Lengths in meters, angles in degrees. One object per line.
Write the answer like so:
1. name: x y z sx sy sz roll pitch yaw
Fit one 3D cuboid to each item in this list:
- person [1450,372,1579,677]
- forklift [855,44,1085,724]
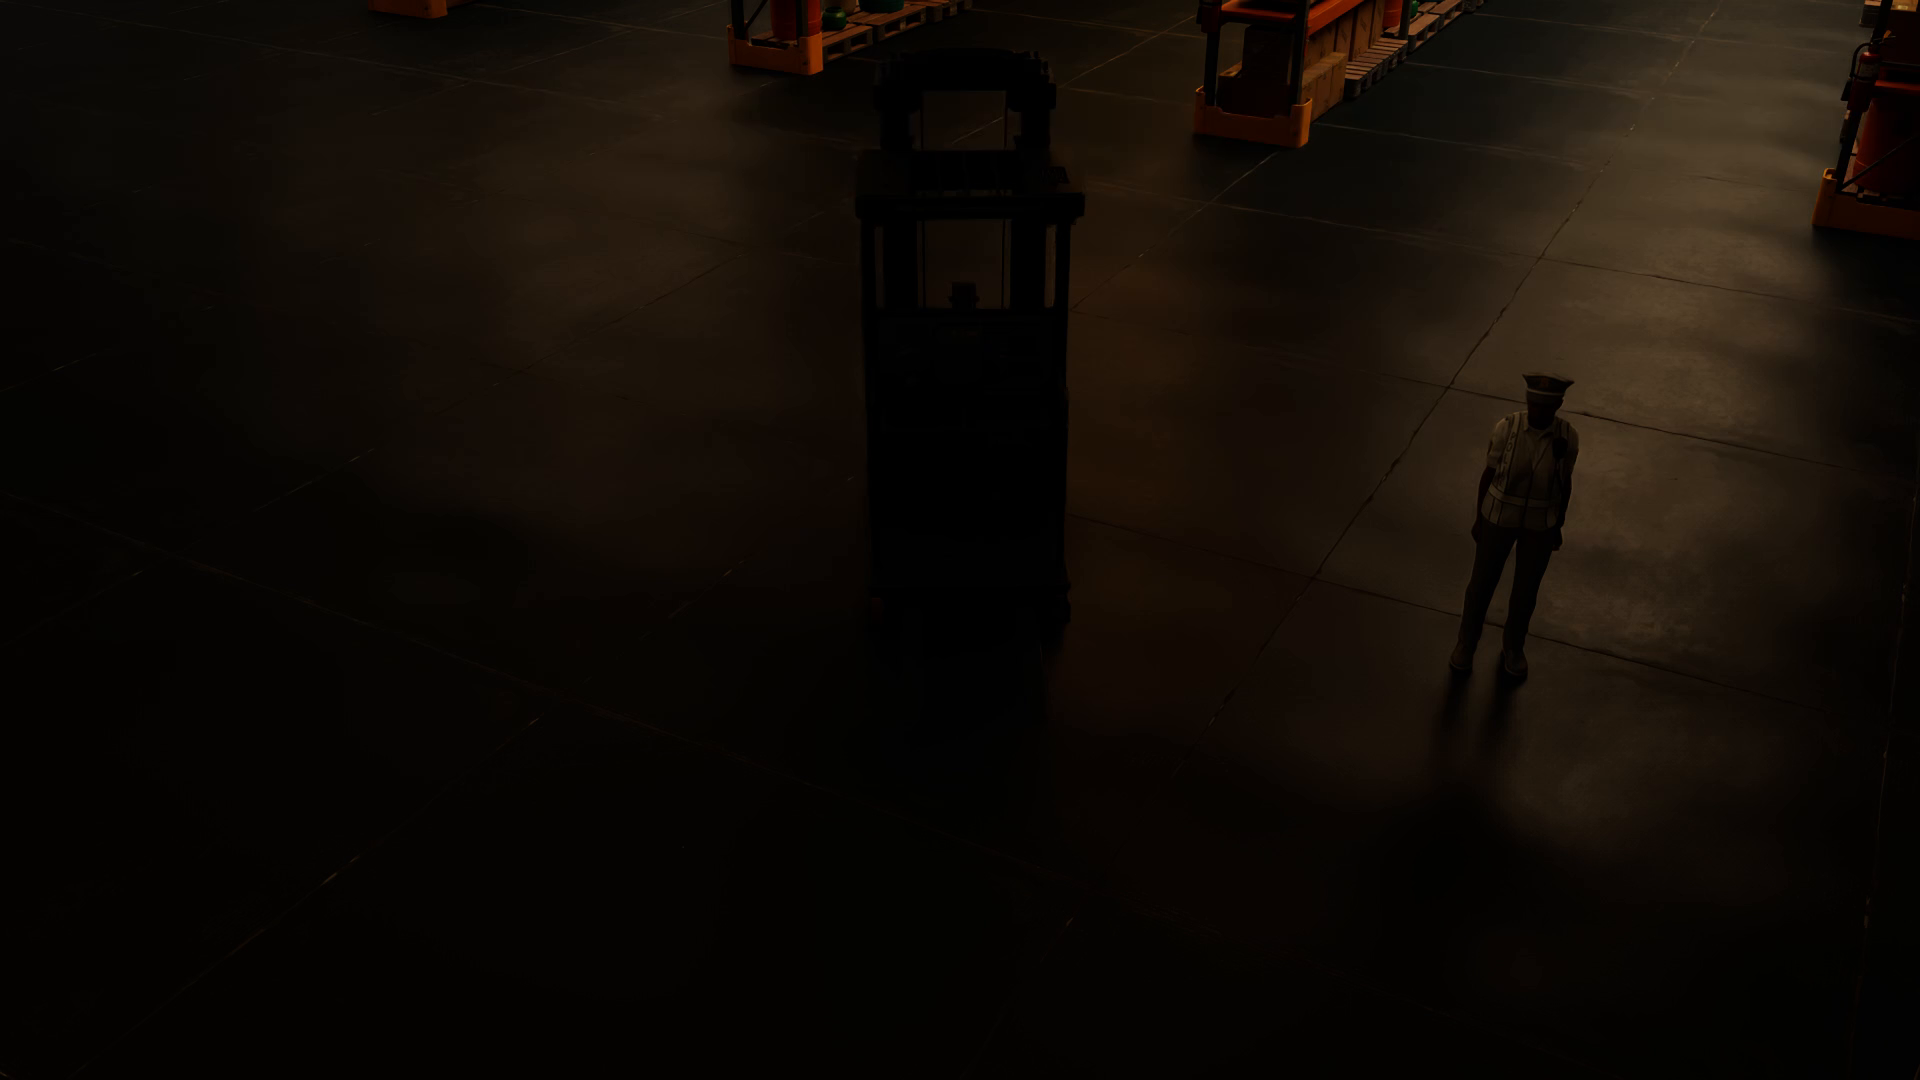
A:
1. person: 2.849 -0.088 8.471 0.448 1.690 0.338 7 31 12
2. forklift: 0.037 -0.954 8.724 1.130 2.935 3.031 -1 30 -1
